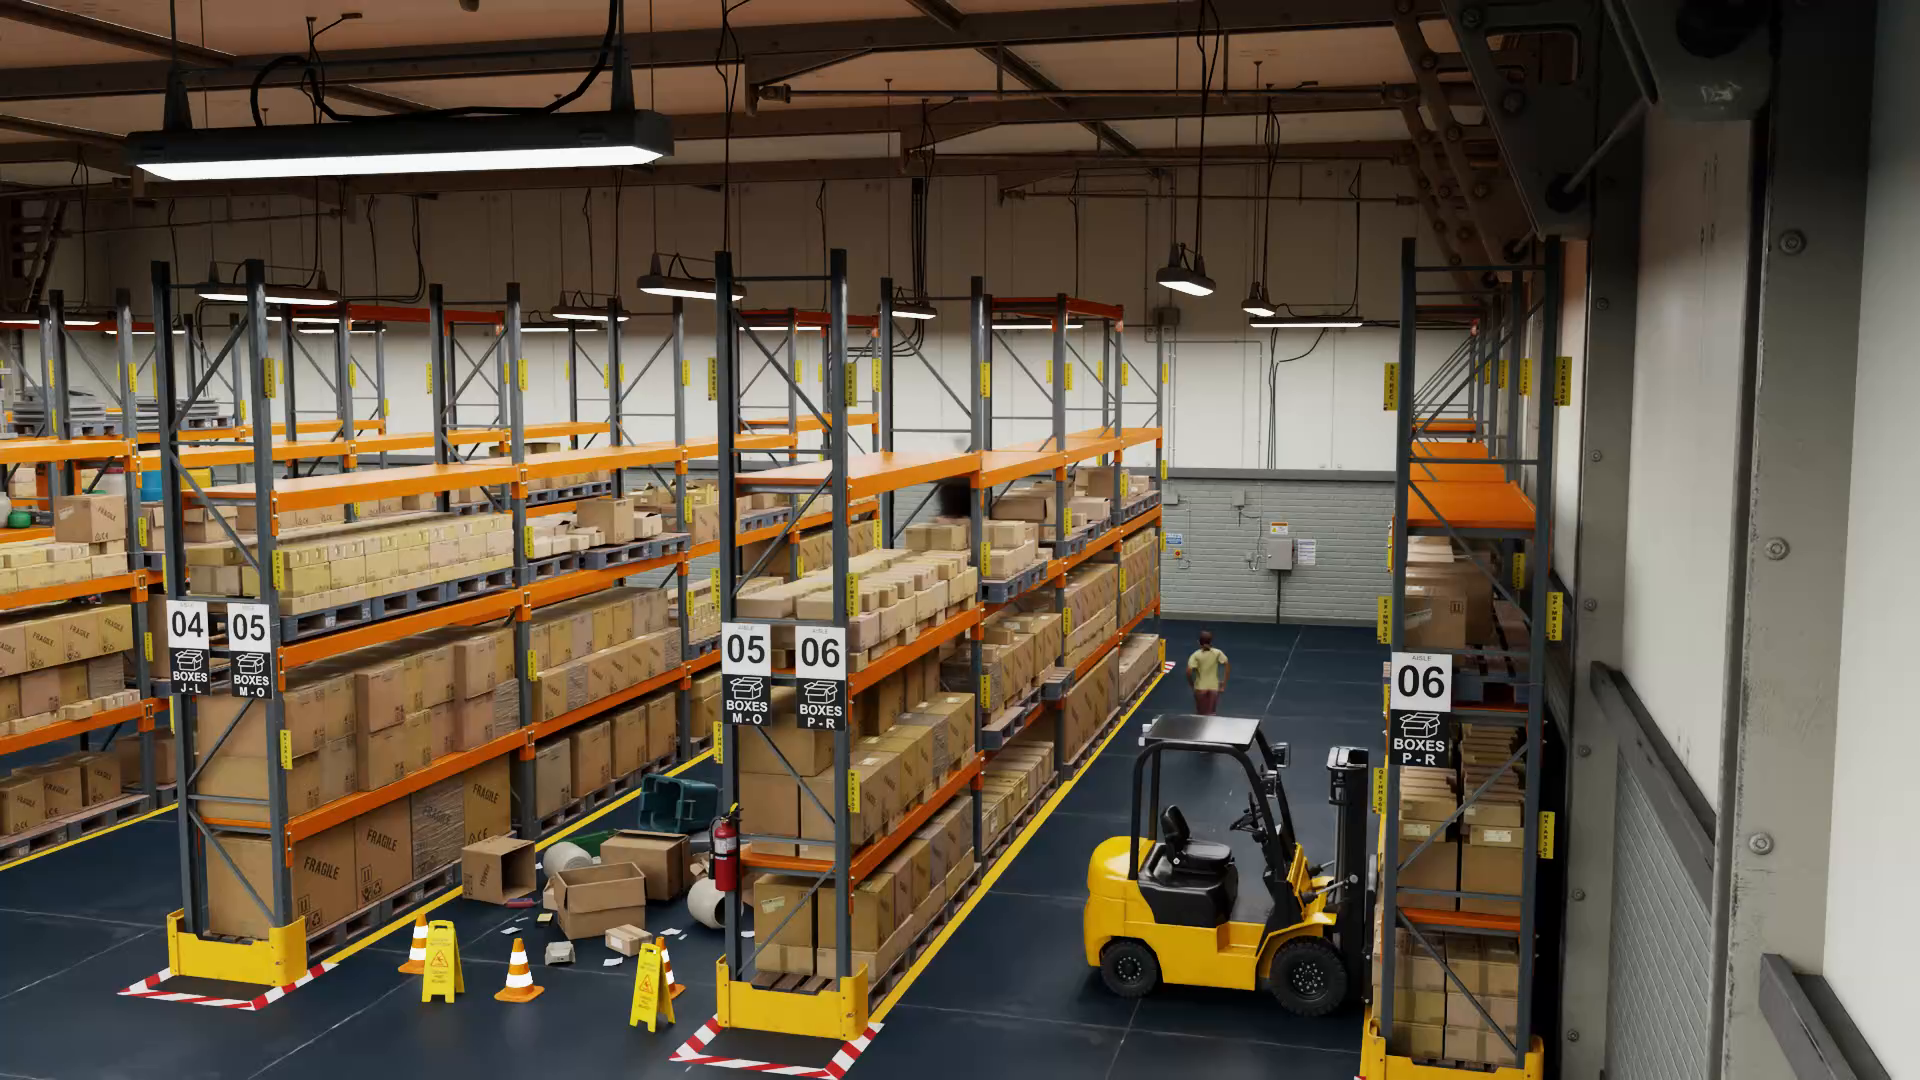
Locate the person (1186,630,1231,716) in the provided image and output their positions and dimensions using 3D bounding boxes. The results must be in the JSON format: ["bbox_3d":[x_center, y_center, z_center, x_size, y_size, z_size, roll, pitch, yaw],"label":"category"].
[{"bbox_3d":[3.322,2.024,22.187,0.620,1.617,0.572,0,6,-4],"label":"person"}]
